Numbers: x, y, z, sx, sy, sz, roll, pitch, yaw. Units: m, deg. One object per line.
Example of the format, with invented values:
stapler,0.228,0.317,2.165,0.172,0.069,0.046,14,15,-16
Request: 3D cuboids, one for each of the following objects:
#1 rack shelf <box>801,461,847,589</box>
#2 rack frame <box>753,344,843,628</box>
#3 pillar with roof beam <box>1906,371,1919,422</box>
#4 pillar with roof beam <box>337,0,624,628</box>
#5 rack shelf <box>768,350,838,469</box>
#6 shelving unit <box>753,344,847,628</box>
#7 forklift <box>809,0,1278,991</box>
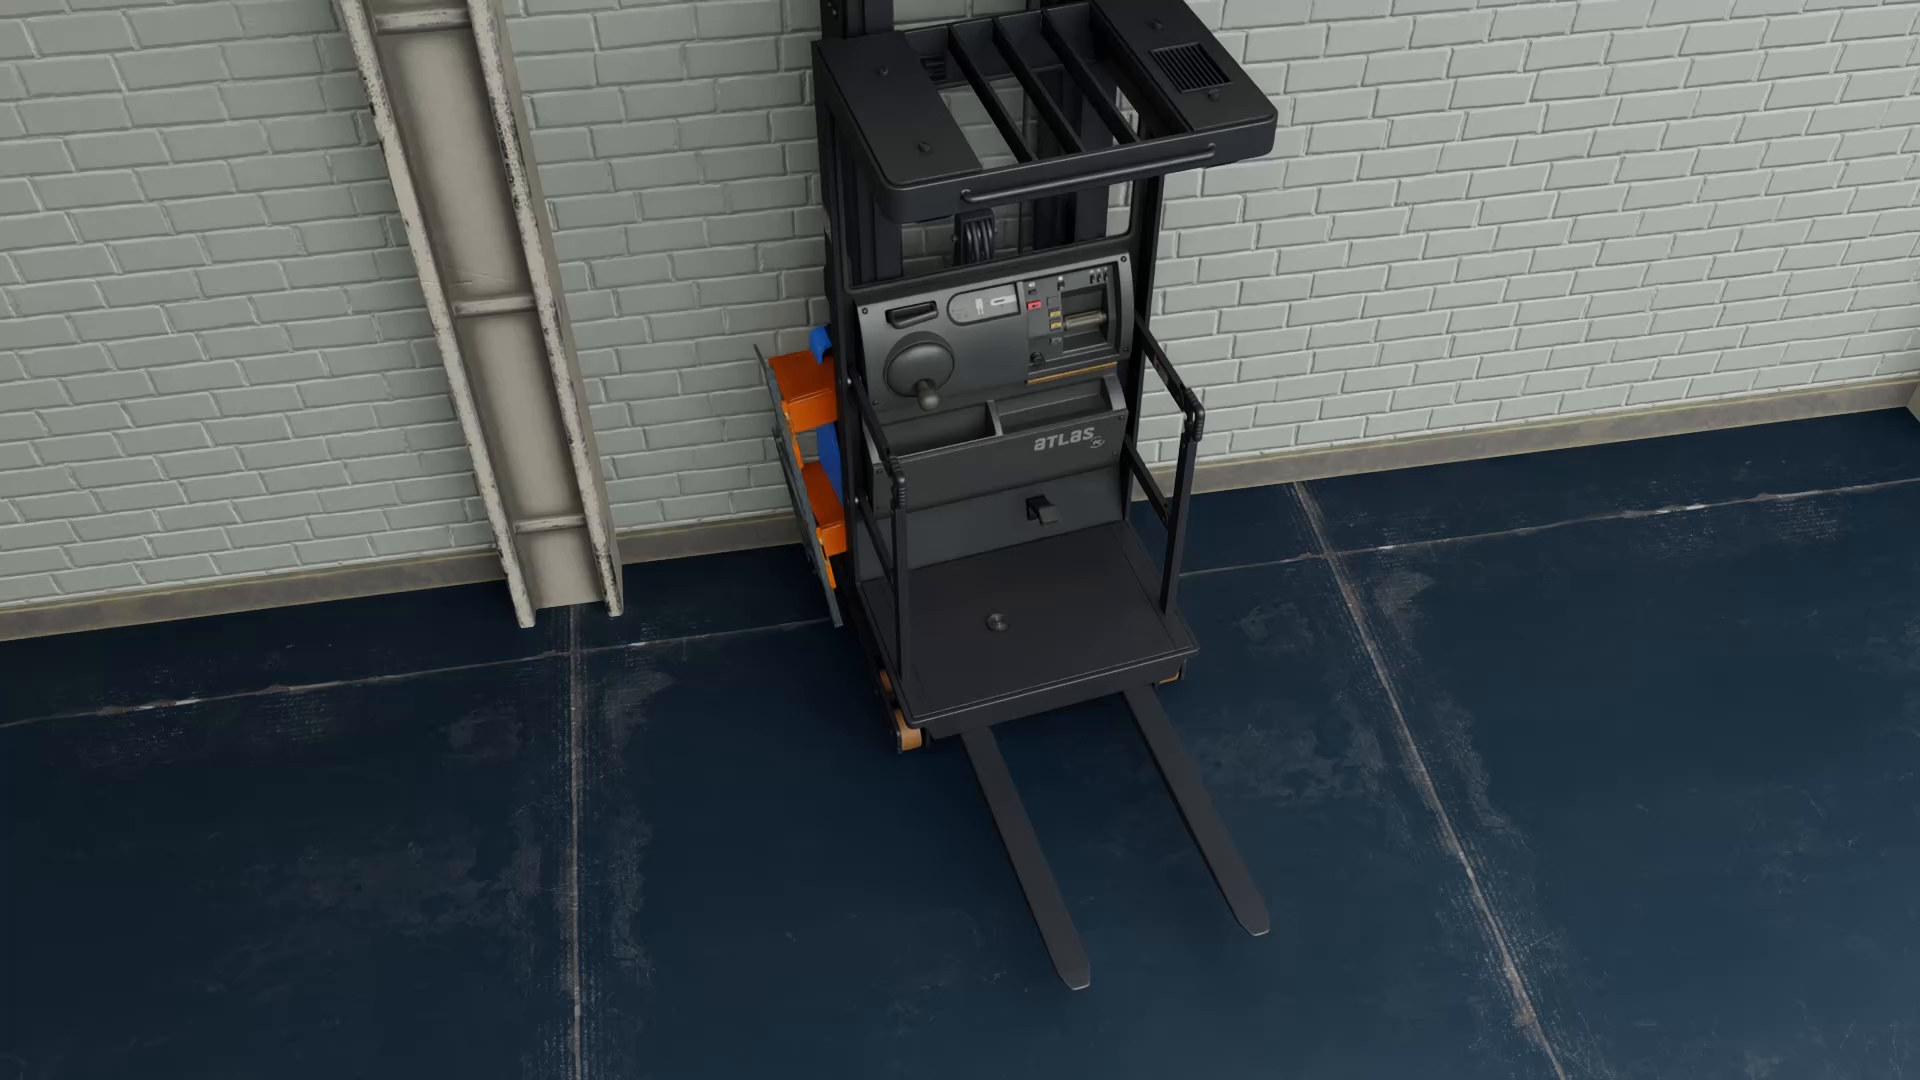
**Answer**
rack shelf,-0.104,-0.208,6.403,1.000,0.278,0.538,-18,34,-8
rack frame,-0.625,-0.253,6.193,0.032,1.125,0.500,-18,34,-8
pillar with roof beam,5.114,-0.598,1.077,0.400,9.000,9.100,-7,46,-7
pillar with roof beam,-0.798,0.139,0.367,0.400,9.000,9.100,-7,46,-7
rack shelf,-0.197,-0.643,6.102,1.000,0.278,0.538,-18,34,-8
shelving unit,-0.146,-0.406,6.266,1.048,1.125,0.538,-18,34,-8
forklift,0.193,-0.589,5.282,1.130,2.935,3.031,-13,48,-12
